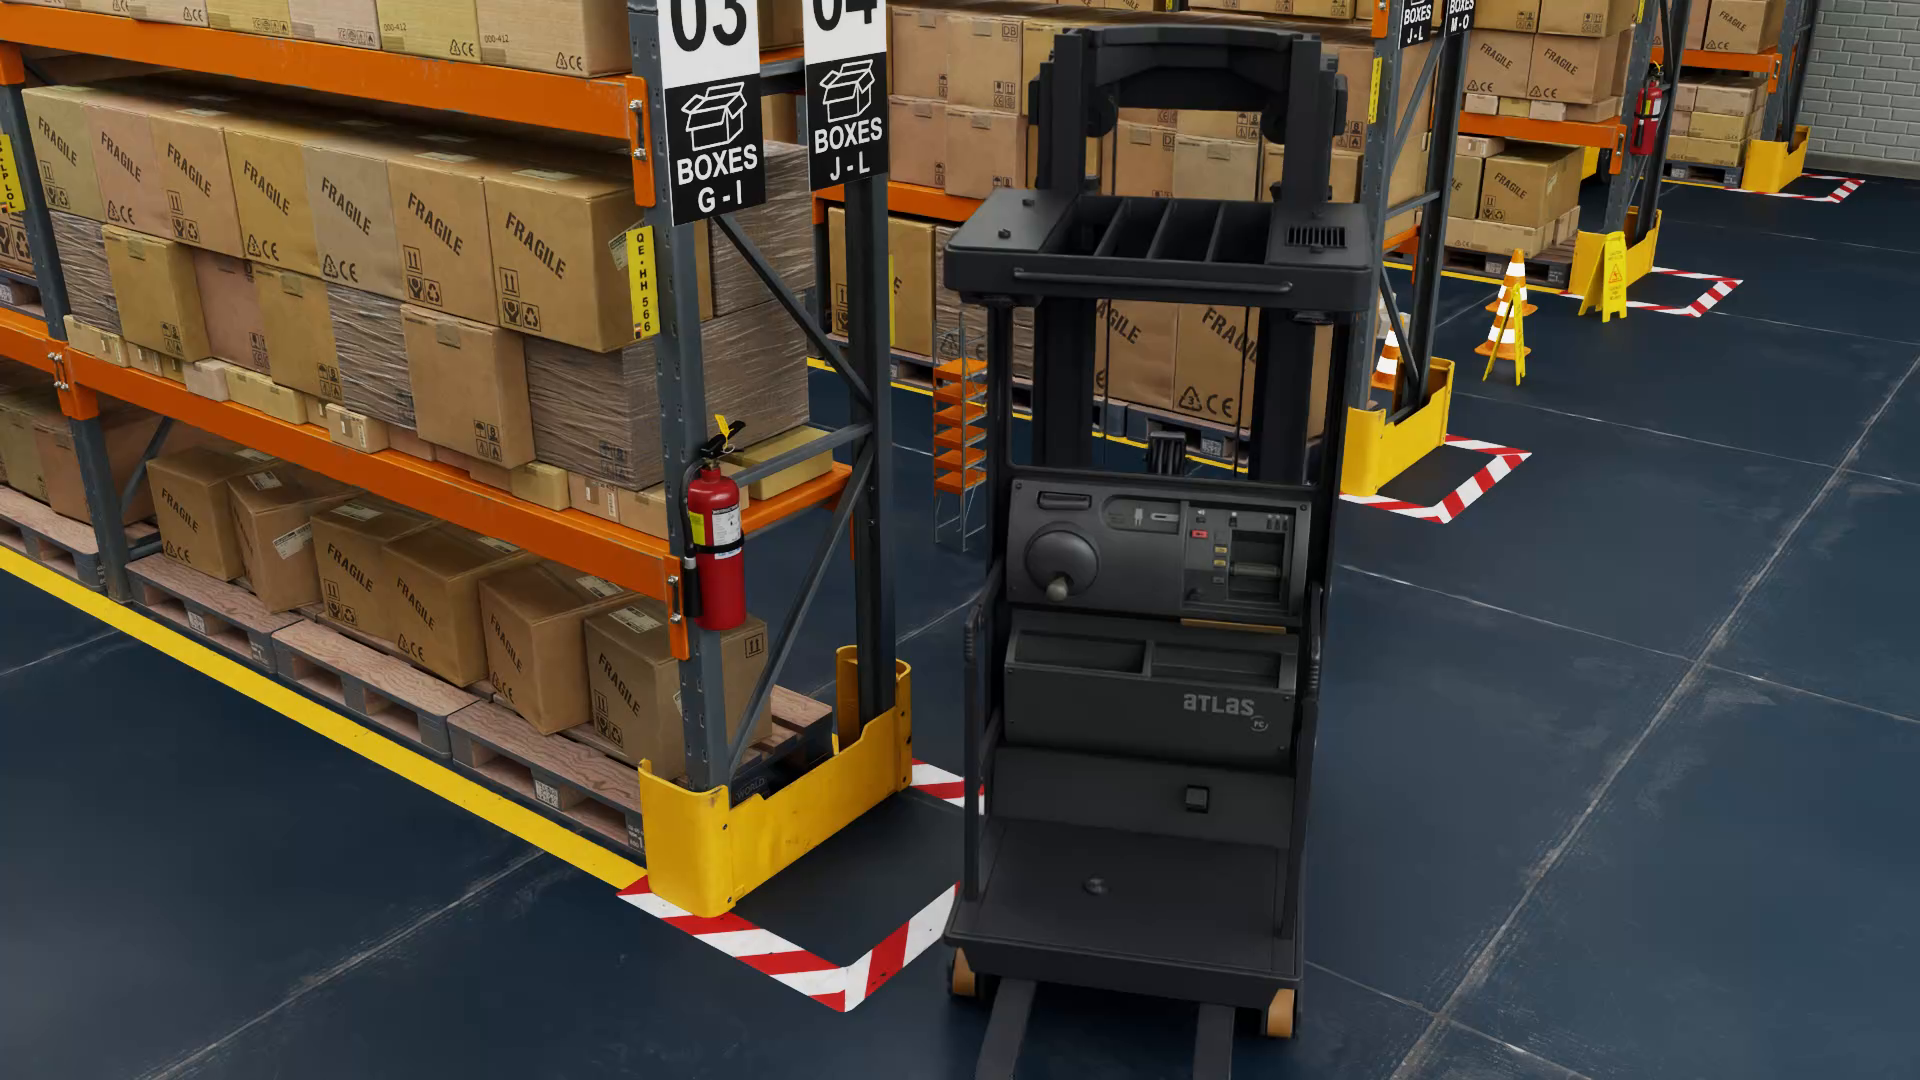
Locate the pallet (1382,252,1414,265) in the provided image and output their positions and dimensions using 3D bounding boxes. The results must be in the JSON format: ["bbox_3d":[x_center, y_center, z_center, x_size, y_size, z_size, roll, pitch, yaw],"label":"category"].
[{"bbox_3d":[3.692,-2.704,14.626,1.213,0.211,1.003,17,29,33],"label":"pallet"}]

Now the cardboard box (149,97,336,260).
[{"bbox_3d":[-2.782,-1.436,6.556,0.500,0.500,0.500,17,29,33],"label":"cardboard box"}]

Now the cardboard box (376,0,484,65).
[{"bbox_3d":[-1.529,-1.720,5.399,0.500,0.250,0.500,17,29,34],"label":"cardboard box"}]

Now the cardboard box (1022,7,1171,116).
[{"bbox_3d":[0.828,-2.871,10.021,0.500,0.550,0.875,17,29,33],"label":"cardboard box"}]

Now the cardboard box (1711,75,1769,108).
[{"bbox_3d":[8.056,-4.630,17.187,0.500,0.250,0.500,16,29,33],"label":"cardboard box"}]

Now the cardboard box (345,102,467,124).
[{"bbox_3d":[-2.067,-1.485,6.666,0.500,0.500,0.500,17,29,33],"label":"cardboard box"}]

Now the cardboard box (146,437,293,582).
[{"bbox_3d":[-3.495,-0.168,7.989,0.500,0.500,0.500,16,28,32],"label":"cardboard box"}]

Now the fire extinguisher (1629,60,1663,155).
[{"bbox_3d":[5.169,-3.247,12.496,0.183,0.674,0.296,17,29,33],"label":"fire extinguisher"}]

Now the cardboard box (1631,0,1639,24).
[{"bbox_3d":[6.956,-5.394,17.147,0.500,0.500,0.500,16,29,32],"label":"cardboard box"}]

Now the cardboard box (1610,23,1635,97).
[{"bbox_3d":[5.141,-3.845,13.263,0.500,0.500,0.500,16,29,33],"label":"cardboard box"}]

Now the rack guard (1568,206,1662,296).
[{"bbox_3d":[5.293,-2.333,13.426,0.348,0.500,1.175,17,29,33],"label":"rack guard"}]

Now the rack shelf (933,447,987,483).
[{"bbox_3d":[0.012,-0.395,8.566,0.180,0.103,0.258,17,29,33],"label":"rack shelf"}]

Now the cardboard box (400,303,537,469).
[{"bbox_3d":[-1.486,-0.668,6.052,0.500,0.500,0.875,17,29,33],"label":"cardboard box"}]

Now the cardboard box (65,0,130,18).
[{"bbox_3d":[-3.158,-2.215,6.523,0.500,0.250,0.500,17,29,33],"label":"cardboard box"}]

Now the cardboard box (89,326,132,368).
[{"bbox_3d":[-3.607,-0.900,7.384,0.250,0.149,0.380,17,29,33],"label":"cardboard box"}]

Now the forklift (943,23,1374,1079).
[{"bbox_3d":[0.572,0.056,4.988,1.130,2.935,3.031,5,24,11],"label":"forklift"}]

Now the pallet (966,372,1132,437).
[{"bbox_3d":[0.807,-1.025,10.814,1.213,0.211,1.003,17,29,33],"label":"pallet"}]

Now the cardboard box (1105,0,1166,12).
[{"bbox_3d":[1.646,-4.838,14.996,0.500,0.500,0.500,16,29,32],"label":"cardboard box"}]

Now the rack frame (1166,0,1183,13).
[{"bbox_3d":[2.153,-4.426,15.076,0.127,3.000,1.000,17,29,33],"label":"rack frame"}]

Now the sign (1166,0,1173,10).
[{"bbox_3d":[1.823,-4.776,14.434,0.005,0.325,0.100,17,29,33],"label":"sign"}]

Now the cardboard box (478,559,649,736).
[{"bbox_3d":[-1.578,0.400,6.701,0.500,0.500,0.500,-17,29,-34],"label":"cardboard box"}]

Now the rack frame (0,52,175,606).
[{"bbox_3d":[-3.791,-1.229,7.819,0.127,3.000,1.000,17,29,33],"label":"rack frame"}]

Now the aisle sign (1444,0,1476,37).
[{"bbox_3d":[2.702,-3.107,8.857,0.004,0.787,0.394,17,29,33],"label":"aisle sign"}]

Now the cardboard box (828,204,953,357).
[{"bbox_3d":[-0.274,-1.850,11.343,0.875,0.875,0.875,17,29,34],"label":"cardboard box"}]

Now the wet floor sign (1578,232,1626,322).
[{"bbox_3d":[4.864,-1.990,12.467,0.267,0.644,0.232,-15,28,-30],"label":"wet floor sign"}]

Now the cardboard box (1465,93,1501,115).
[{"bbox_3d":[4.240,-3.512,13.313,0.250,0.149,0.380,17,29,34],"label":"cardboard box"}]

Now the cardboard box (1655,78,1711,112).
[{"bbox_3d":[7.360,-4.585,17.085,0.500,0.250,0.500,17,29,34],"label":"cardboard box"}]

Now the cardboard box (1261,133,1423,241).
[{"bbox_3d":[2.142,-1.981,9.340,0.550,0.550,0.875,17,29,33],"label":"cardboard box"}]

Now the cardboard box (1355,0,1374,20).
[{"bbox_3d":[3.628,-4.532,13.582,0.500,0.500,0.700,17,29,33],"label":"cardboard box"}]

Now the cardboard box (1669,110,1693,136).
[{"bbox_3d":[7.356,-4.366,17.207,0.500,0.250,0.500,16,29,33],"label":"cardboard box"}]

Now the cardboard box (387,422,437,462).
[{"bbox_3d":[-1.952,-0.446,6.353,0.250,0.149,0.380,17,29,33],"label":"cardboard box"}]

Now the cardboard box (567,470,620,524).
[{"bbox_3d":[-1.141,-0.210,5.817,0.250,0.149,0.380,17,29,33],"label":"cardboard box"}]

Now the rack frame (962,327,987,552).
[{"bbox_3d":[0.085,-0.523,8.450,0.006,1.200,0.240,17,29,33],"label":"rack frame"}]

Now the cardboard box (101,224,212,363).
[{"bbox_3d":[-3.089,-1.150,7.146,0.500,0.500,0.875,17,29,33],"label":"cardboard box"}]

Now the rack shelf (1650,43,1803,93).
[{"bbox_3d":[6.727,-5.216,17.760,4.000,0.370,1.077,17,29,33],"label":"rack shelf"}]

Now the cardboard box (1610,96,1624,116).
[{"bbox_3d":[5.206,-3.493,13.269,0.250,0.149,0.380,17,29,33],"label":"cardboard box"}]

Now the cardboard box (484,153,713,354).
[{"bbox_3d":[-1.178,-0.954,5.463,0.500,0.500,0.500,17,29,33],"label":"cardboard box"}]

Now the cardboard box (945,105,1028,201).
[{"bbox_3d":[0.383,-2.494,10.504,0.550,0.550,0.875,17,29,33],"label":"cardboard box"}]

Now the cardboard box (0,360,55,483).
[{"bbox_3d":[-5.087,-0.698,9.169,0.500,0.500,0.700,14,27,29],"label":"cardboard box"}]

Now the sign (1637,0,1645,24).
[{"bbox_3d":[5.005,-3.959,12.188,0.005,0.325,0.100,17,29,33],"label":"sign"}]

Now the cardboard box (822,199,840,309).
[{"bbox_3d":[-1.286,-2.088,12.039,0.750,0.750,1.050,17,29,33],"label":"cardboard box"}]

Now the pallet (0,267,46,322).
[{"bbox_3d":[-4.315,-1.373,8.383,1.213,0.211,1.003,17,29,33],"label":"pallet"}]

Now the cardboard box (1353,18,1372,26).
[{"bbox_3d":[3.564,-4.057,13.744,0.500,0.500,0.500,17,29,34],"label":"cardboard box"}]

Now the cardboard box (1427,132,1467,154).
[{"bbox_3d":[4.023,-3.271,13.609,0.250,0.149,0.380,17,29,34],"label":"cardboard box"}]

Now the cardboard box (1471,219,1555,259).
[{"bbox_3d":[4.526,-2.507,13.610,0.500,0.250,0.500,17,29,33],"label":"cardboard box"}]

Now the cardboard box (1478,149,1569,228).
[{"bbox_3d":[4.556,-2.846,13.447,0.500,0.500,0.500,17,29,34],"label":"cardboard box"}]

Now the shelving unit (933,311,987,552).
[{"bbox_3d":[0.012,-0.546,8.500,0.189,1.200,0.258,17,29,33],"label":"shelving unit"}]

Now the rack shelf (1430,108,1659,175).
[{"bbox_3d":[3.753,-3.613,14.123,4.000,0.370,1.077,17,29,33],"label":"rack shelf"}]

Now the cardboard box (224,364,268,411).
[{"bbox_3d":[-2.784,-0.671,6.863,0.250,0.149,0.380,17,29,33],"label":"cardboard box"}]
